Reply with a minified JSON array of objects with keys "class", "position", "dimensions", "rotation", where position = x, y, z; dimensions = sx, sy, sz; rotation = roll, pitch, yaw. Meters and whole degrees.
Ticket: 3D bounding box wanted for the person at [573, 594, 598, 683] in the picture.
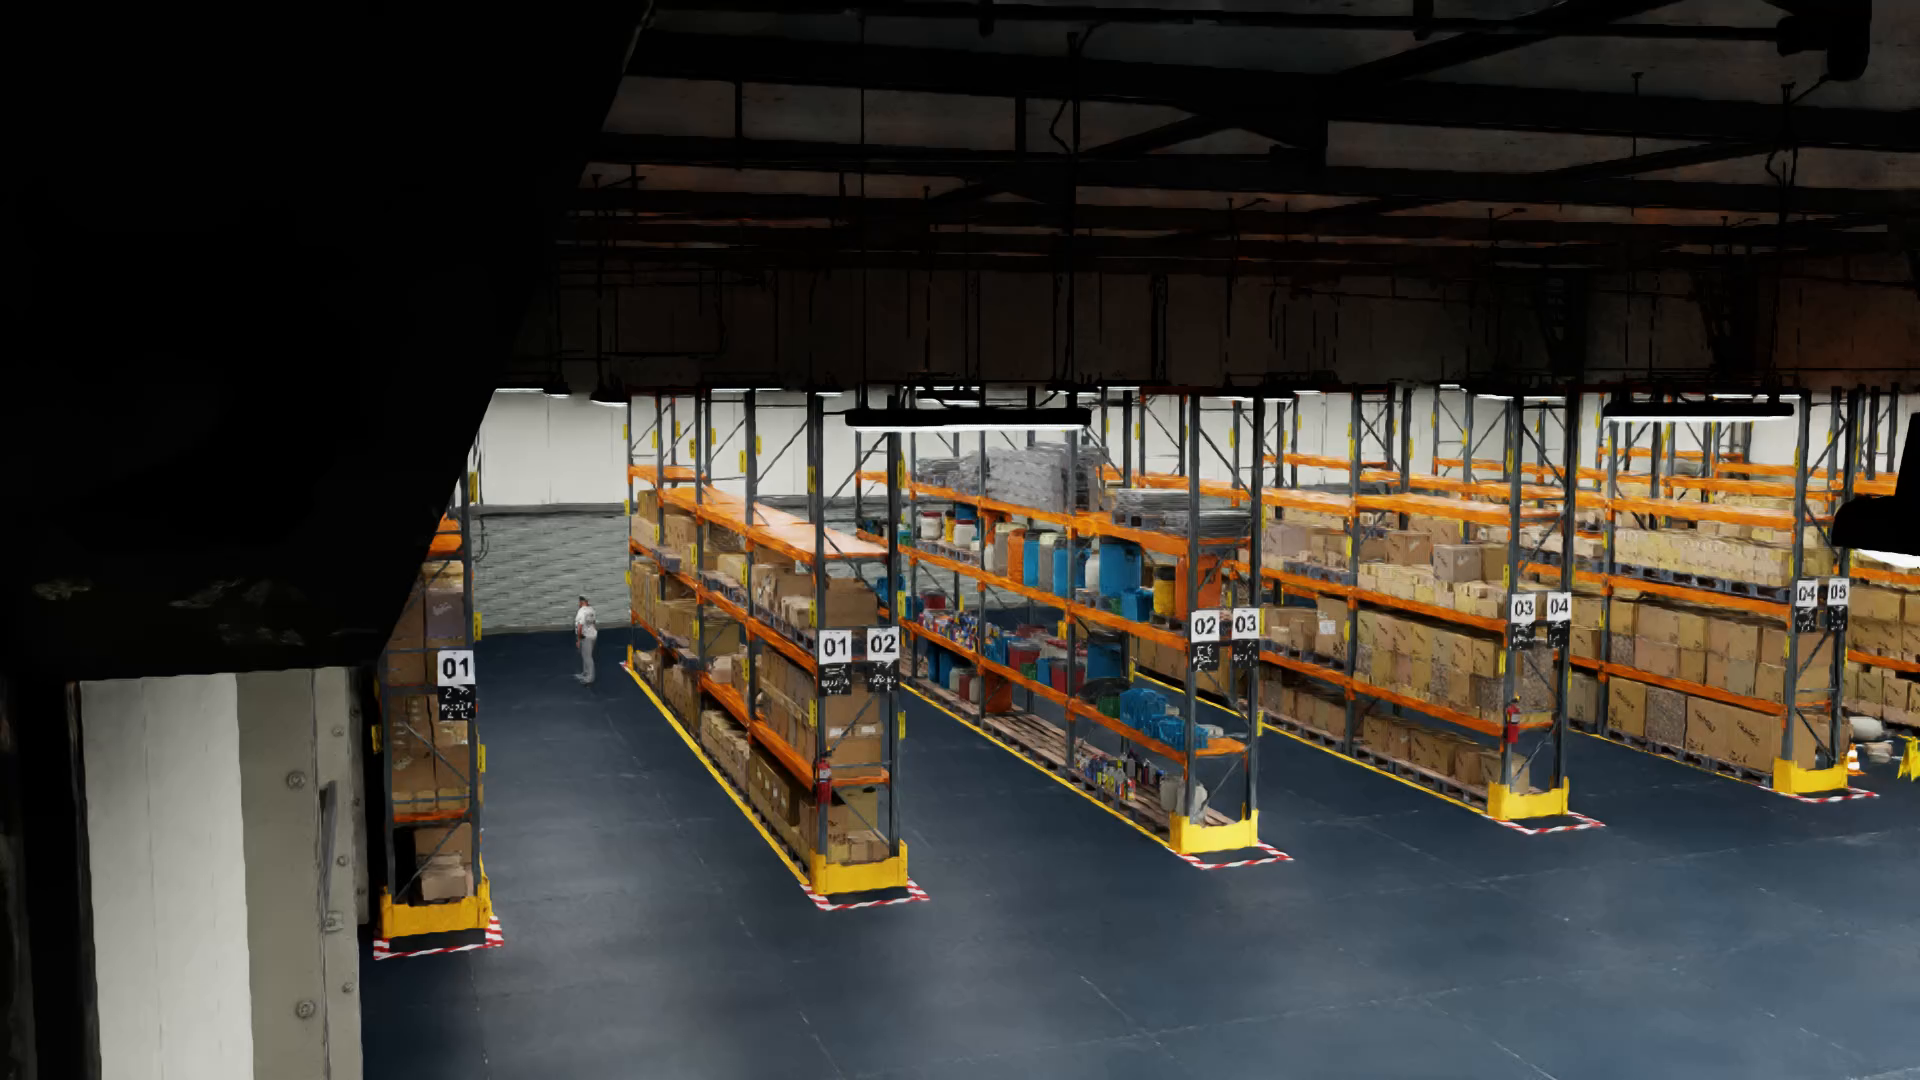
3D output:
[{"class":"person","position":[-7.606,1.974,33.646],"dimensions":[0.571,1.749,0.655],"rotation":[1,6,11]}]
